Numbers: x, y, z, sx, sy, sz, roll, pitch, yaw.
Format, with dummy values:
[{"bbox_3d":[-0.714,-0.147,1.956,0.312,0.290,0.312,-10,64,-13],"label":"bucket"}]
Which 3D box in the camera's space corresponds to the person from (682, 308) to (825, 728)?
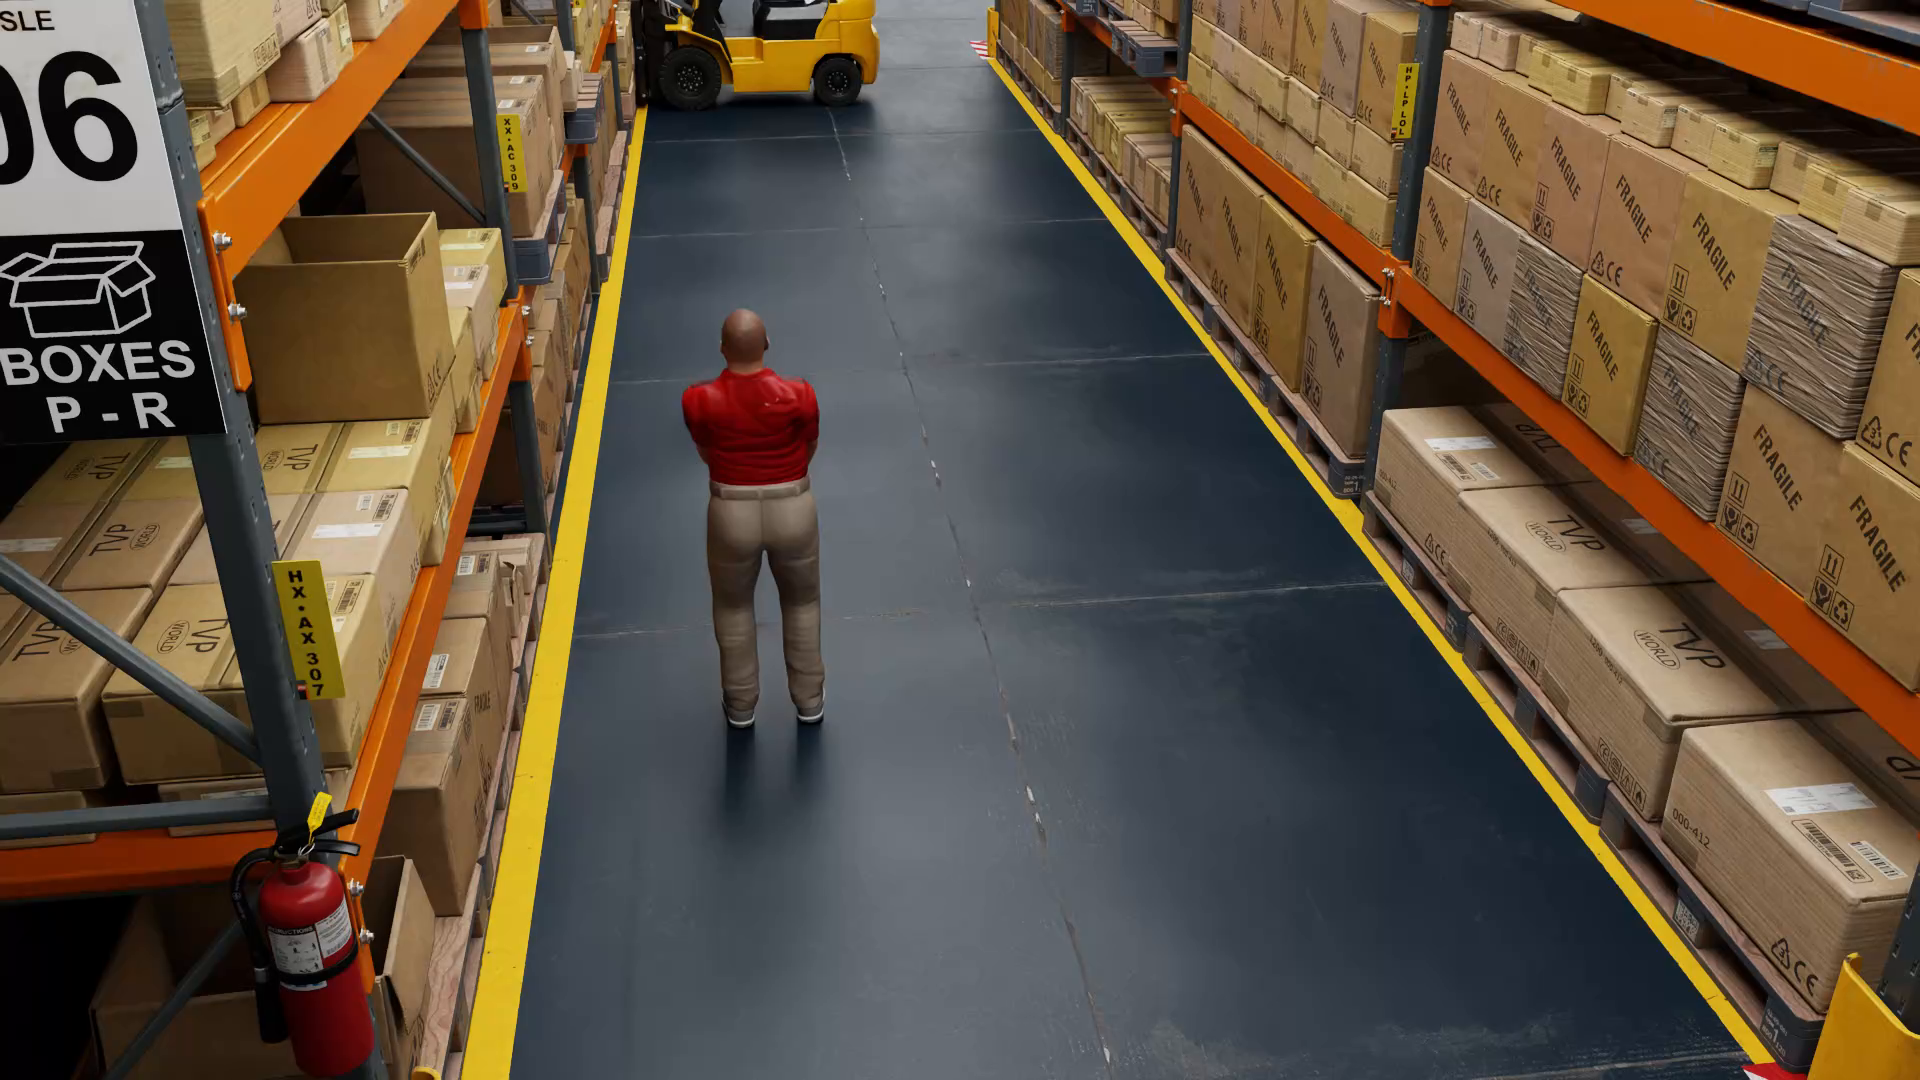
[{"bbox_3d":[-0.775,-0.115,6.376,0.495,1.715,0.530,-3,27,-6],"label":"person"}]
